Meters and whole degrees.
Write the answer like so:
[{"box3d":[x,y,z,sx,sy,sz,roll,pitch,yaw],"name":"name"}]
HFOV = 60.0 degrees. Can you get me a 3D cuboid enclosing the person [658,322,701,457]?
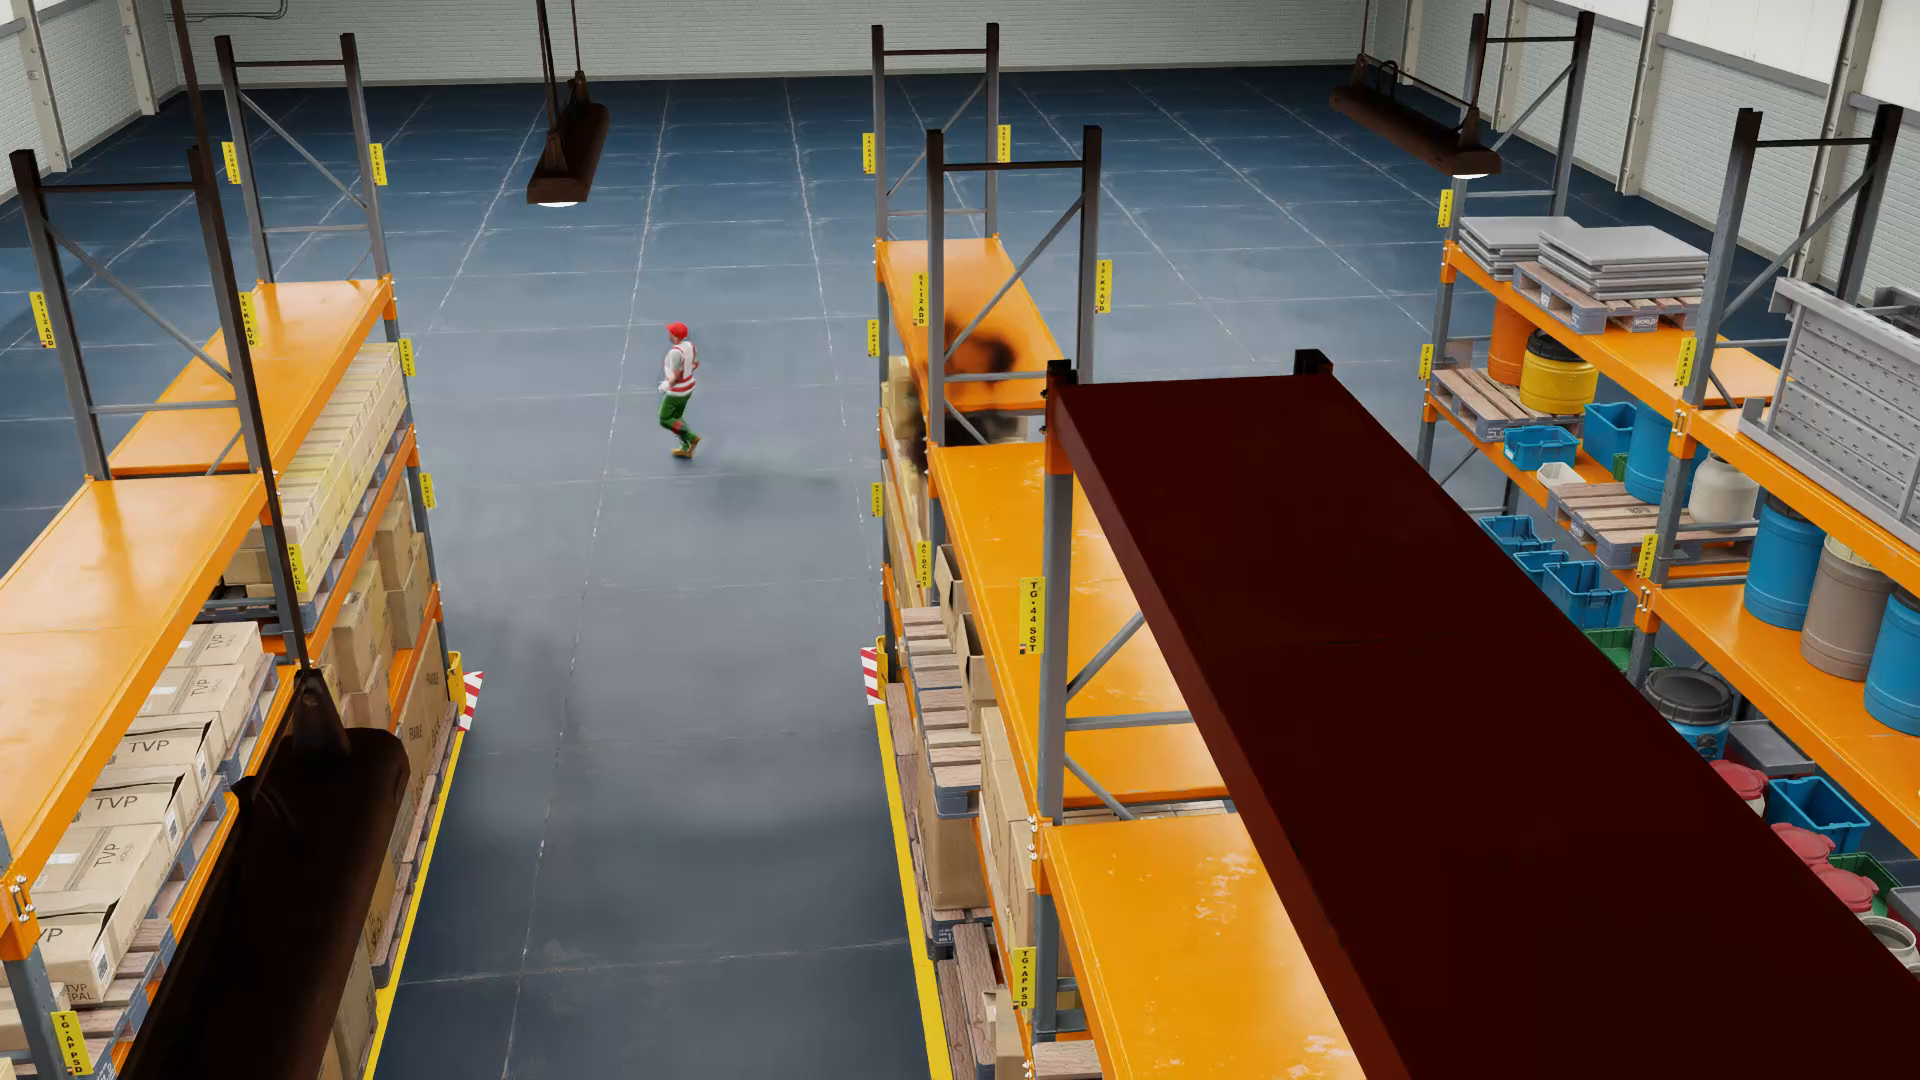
[{"box3d":[-3.438,-1.836,20.334,0.612,1.739,0.651,9,27,19],"name":"person"}]
